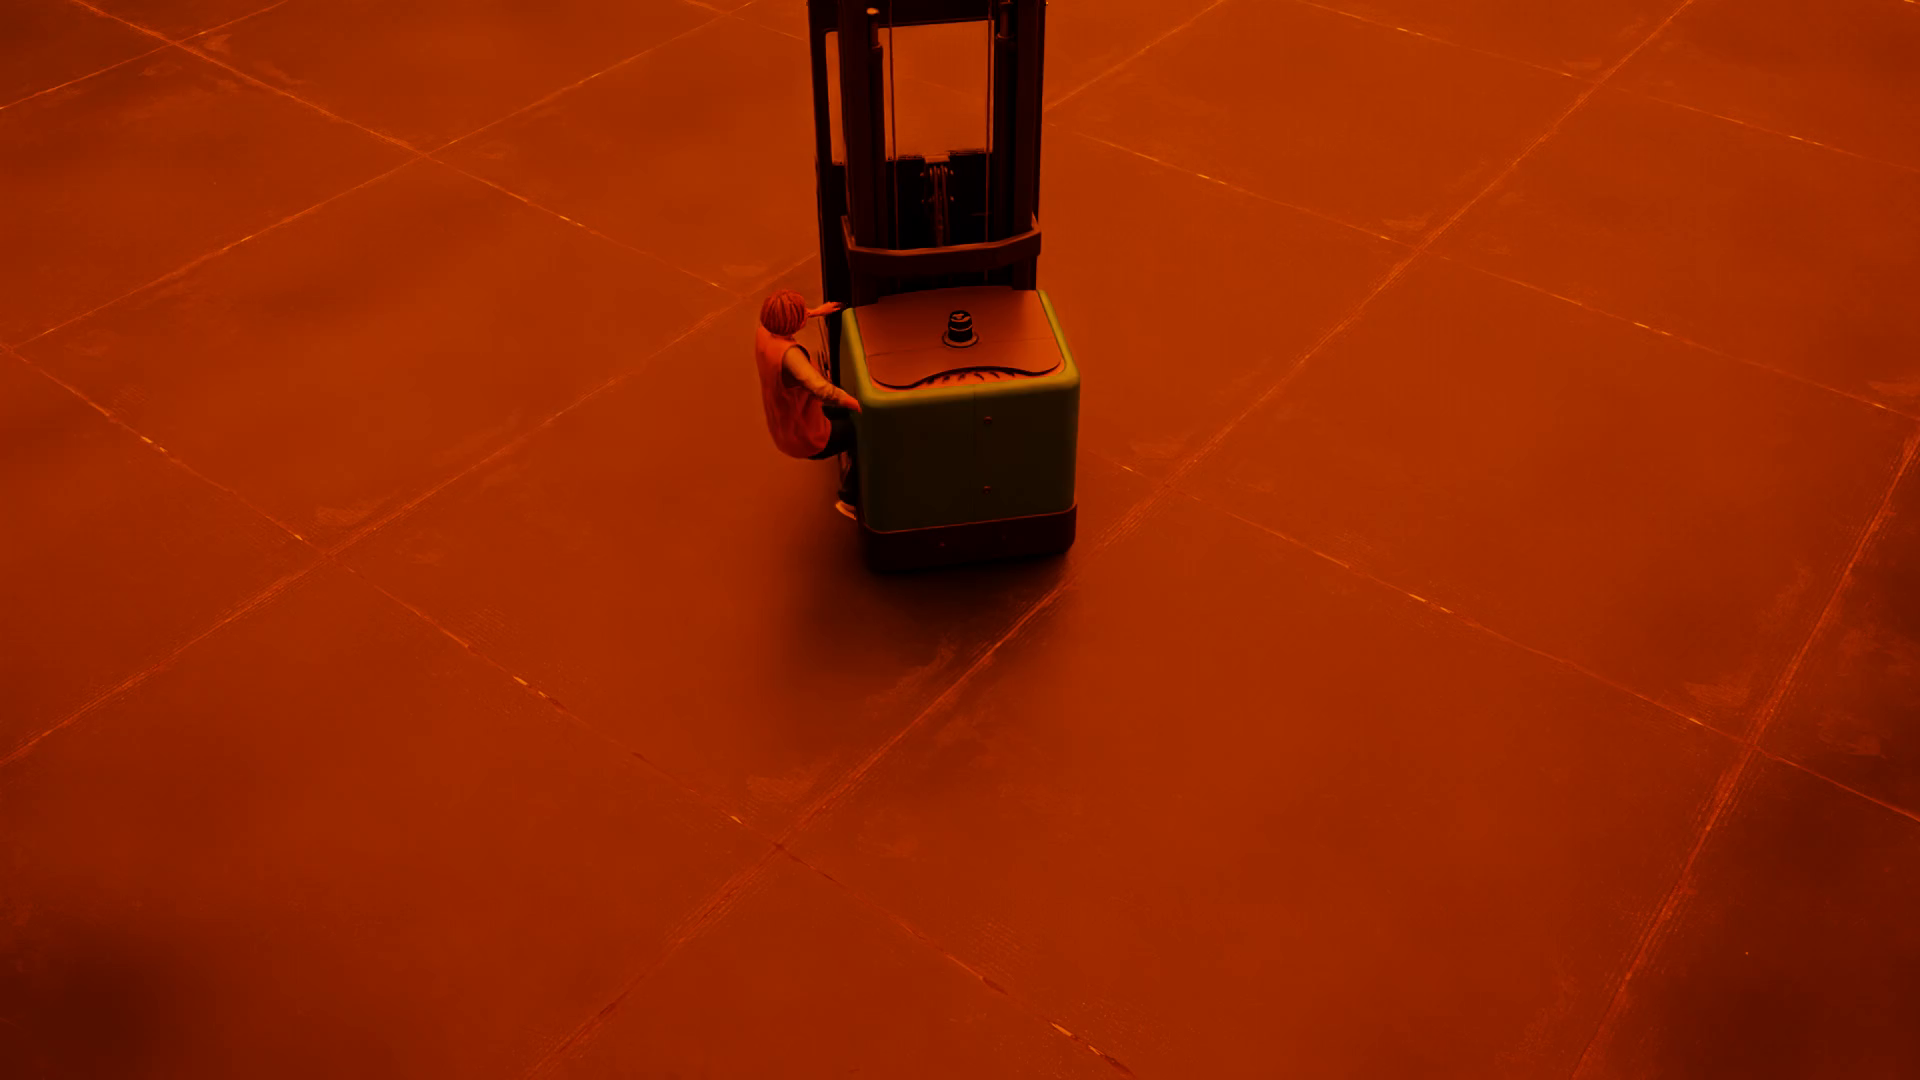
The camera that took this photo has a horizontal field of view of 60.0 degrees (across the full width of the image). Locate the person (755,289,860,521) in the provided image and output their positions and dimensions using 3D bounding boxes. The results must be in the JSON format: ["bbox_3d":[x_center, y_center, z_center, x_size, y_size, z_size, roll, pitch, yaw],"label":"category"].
[{"bbox_3d":[-0.572,-0.647,8.024,0.756,1.365,0.893,-25,47,-27],"label":"person"}]

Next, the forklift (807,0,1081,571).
[{"bbox_3d":[-0.193,-1.925,8.333,1.130,2.935,3.031,-7,41,-8],"label":"forklift"}]
